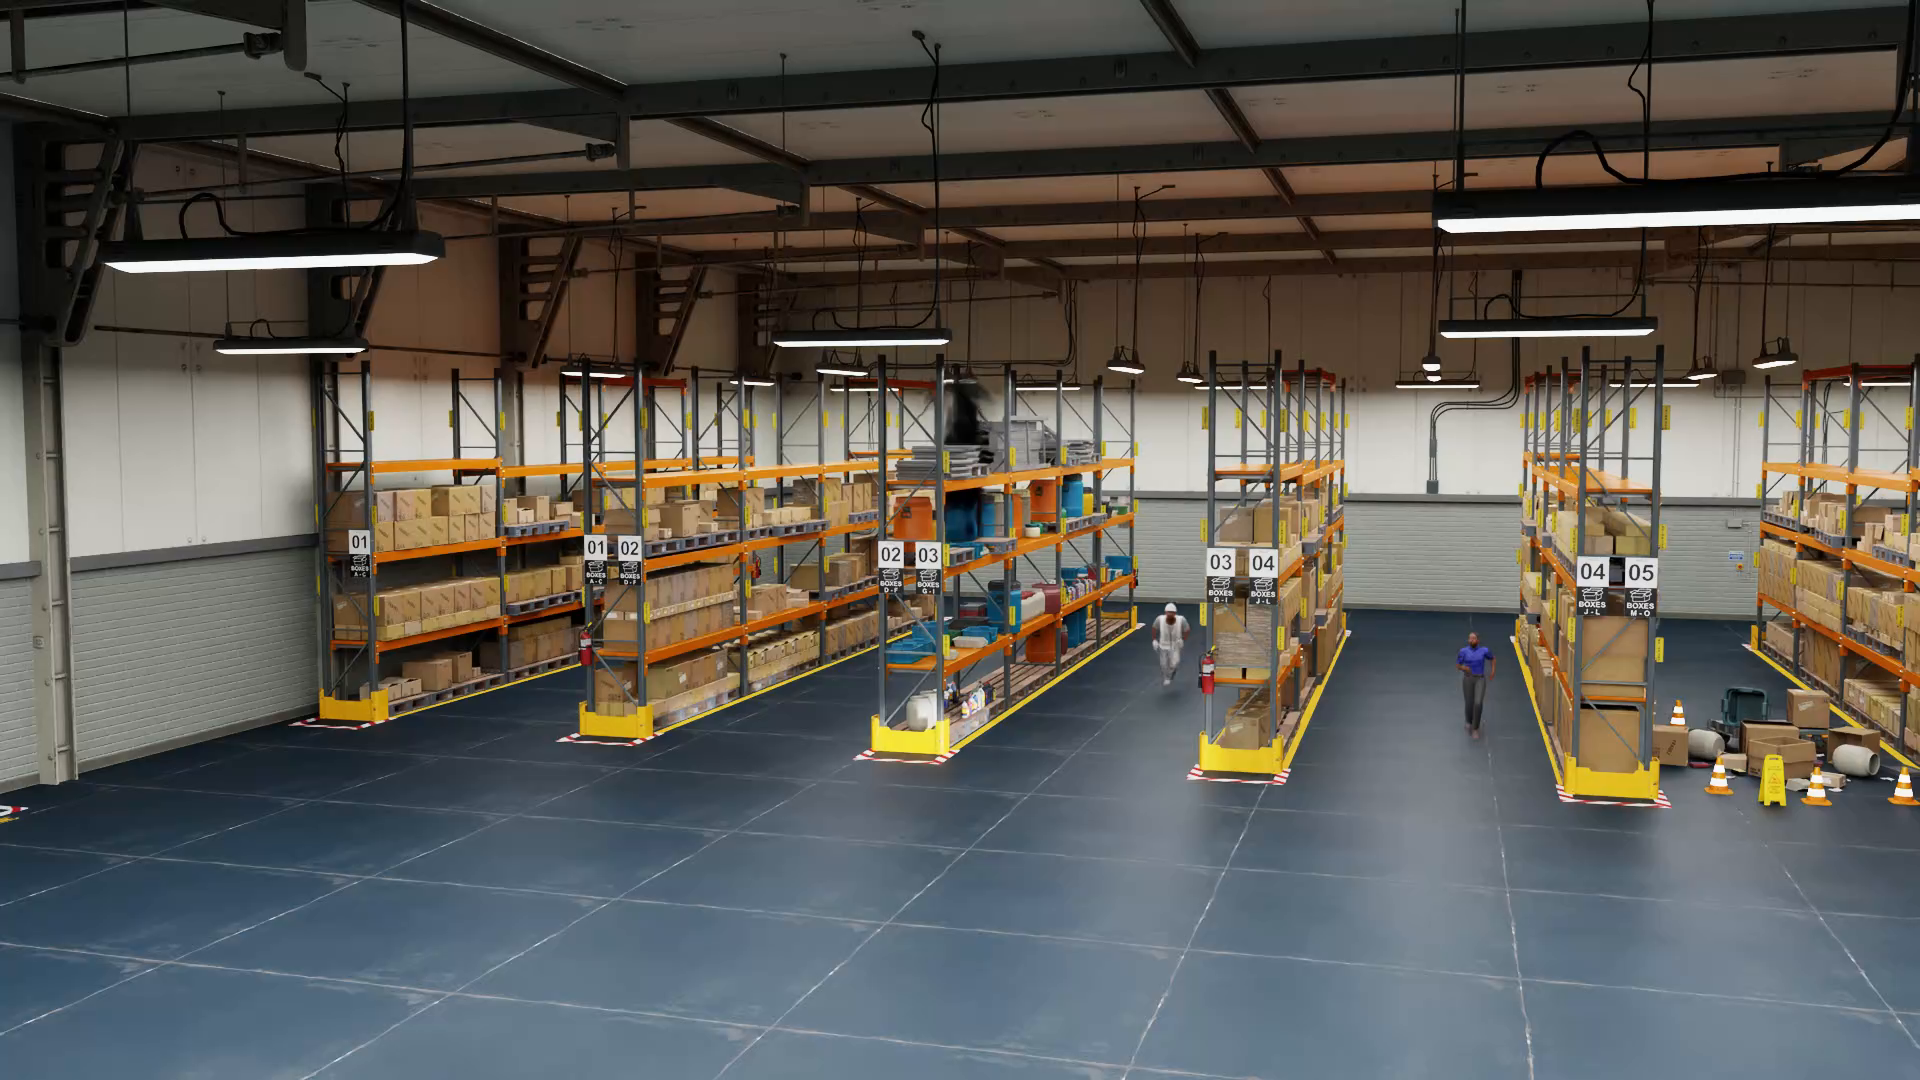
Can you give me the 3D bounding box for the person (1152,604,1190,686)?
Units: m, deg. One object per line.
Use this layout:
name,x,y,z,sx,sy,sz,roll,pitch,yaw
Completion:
person,3.784,1.870,29.855,0.678,1.511,0.827,0,4,5

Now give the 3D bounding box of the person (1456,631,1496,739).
person,8.215,2.305,26.532,0.582,1.694,0.765,2,4,23
